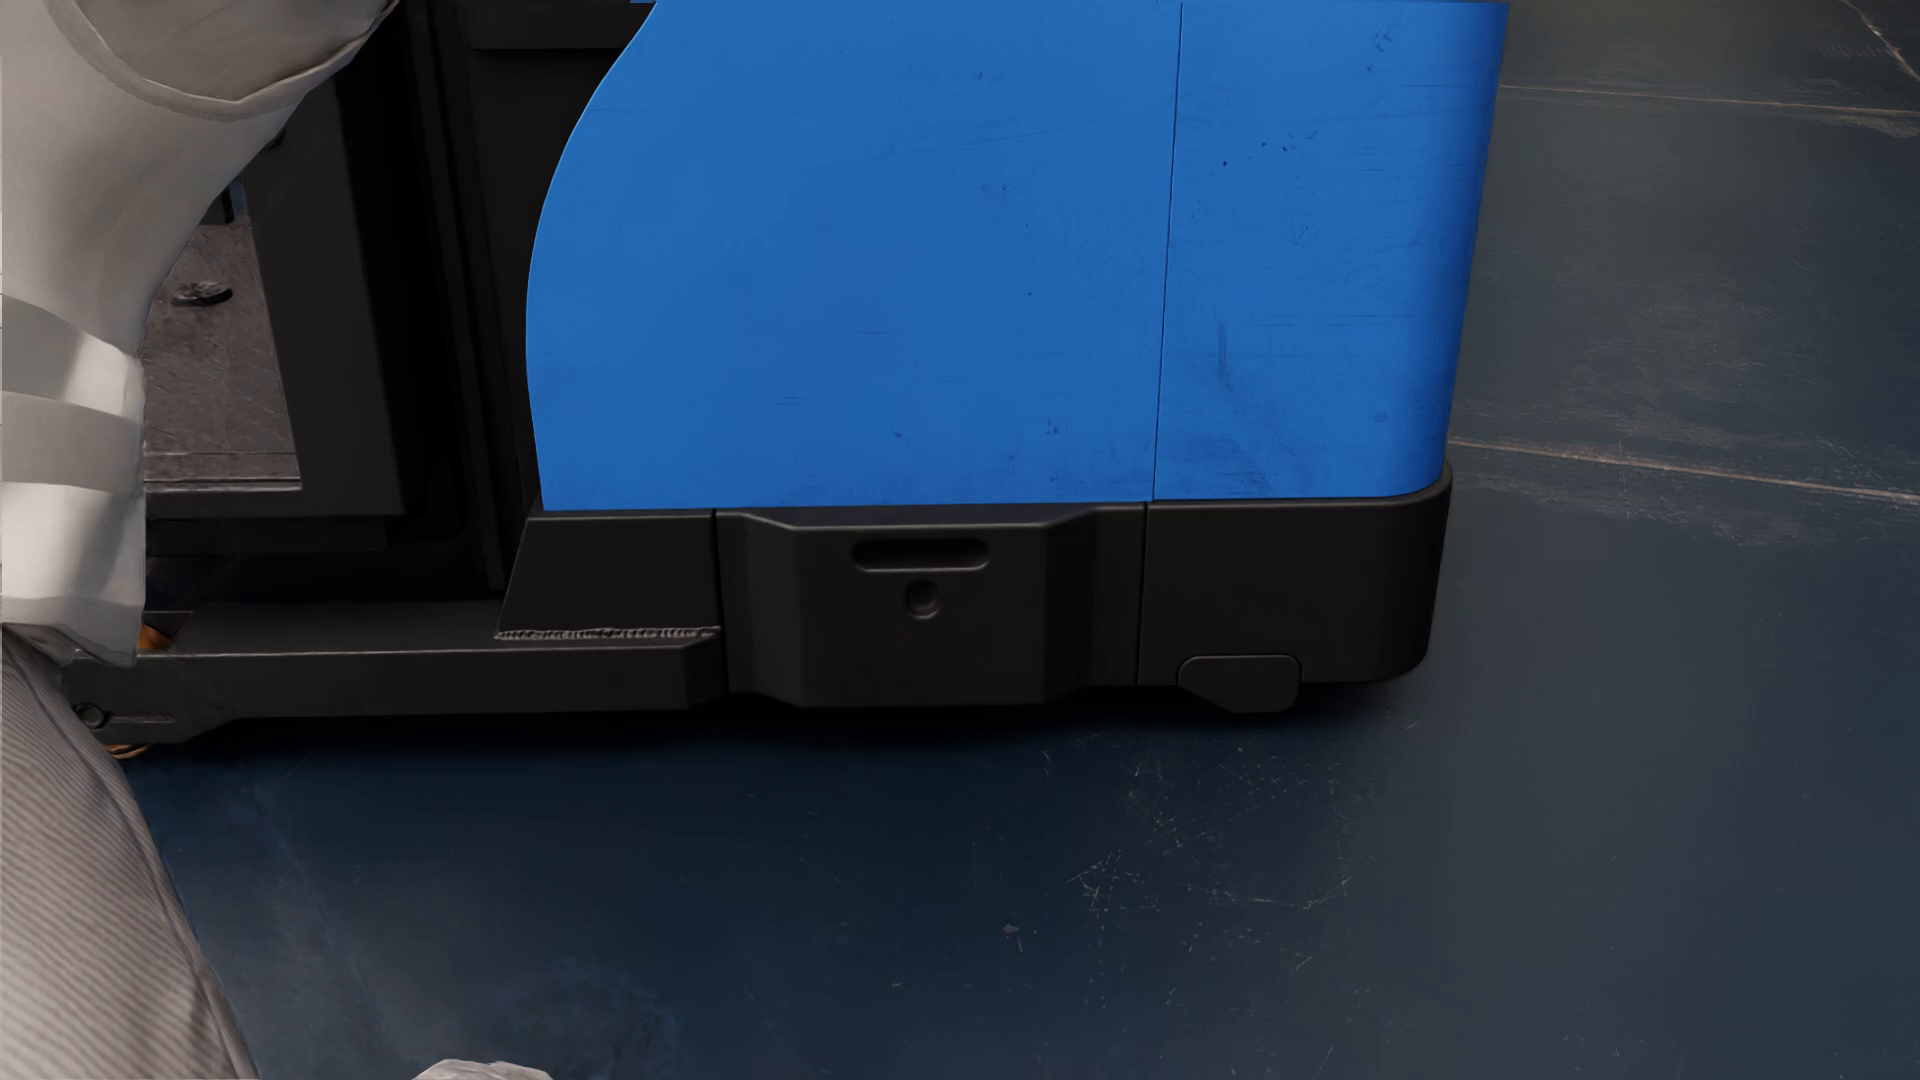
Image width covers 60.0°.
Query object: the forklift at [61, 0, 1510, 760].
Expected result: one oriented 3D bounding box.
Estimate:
[{"bbox_3d":[-0.941,-1.285,1.794,3.031,2.935,1.130,-1,27,-2],"label":"forklift"}]
